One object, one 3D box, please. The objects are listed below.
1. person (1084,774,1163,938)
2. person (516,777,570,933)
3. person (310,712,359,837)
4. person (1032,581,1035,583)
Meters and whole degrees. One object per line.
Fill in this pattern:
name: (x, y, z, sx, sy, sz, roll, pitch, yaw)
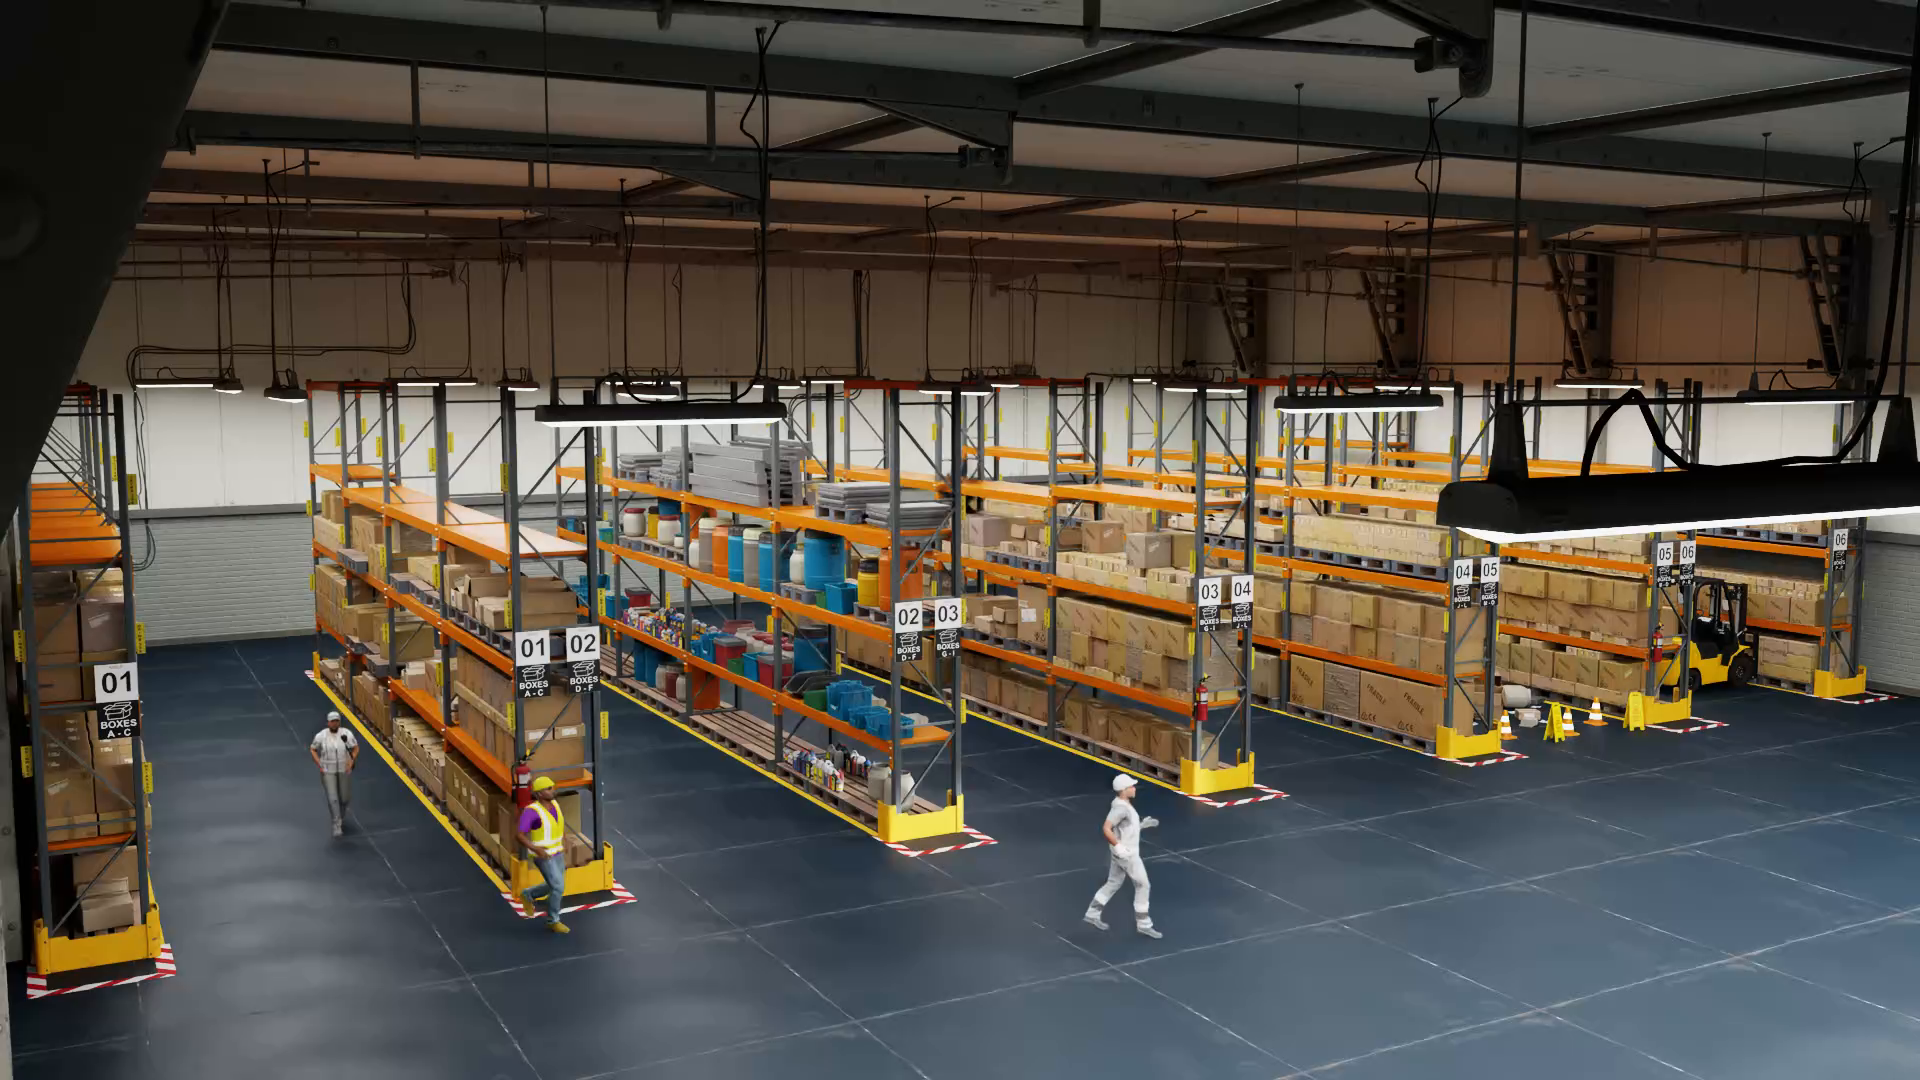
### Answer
person: (1.802, 3.474, 18.304, 0.860, 1.817, 0.659, 0, 6, -4)
person: (-4.679, 3.508, 18.641, 0.697, 1.745, 0.753, 2, 6, 17)
person: (-8.463, 3.130, 22.542, 0.618, 1.648, 0.719, -3, 7, -27)
person: (1.505, 1.712, 33.809, 0.558, 1.646, 0.738, -4, 7, -32)
